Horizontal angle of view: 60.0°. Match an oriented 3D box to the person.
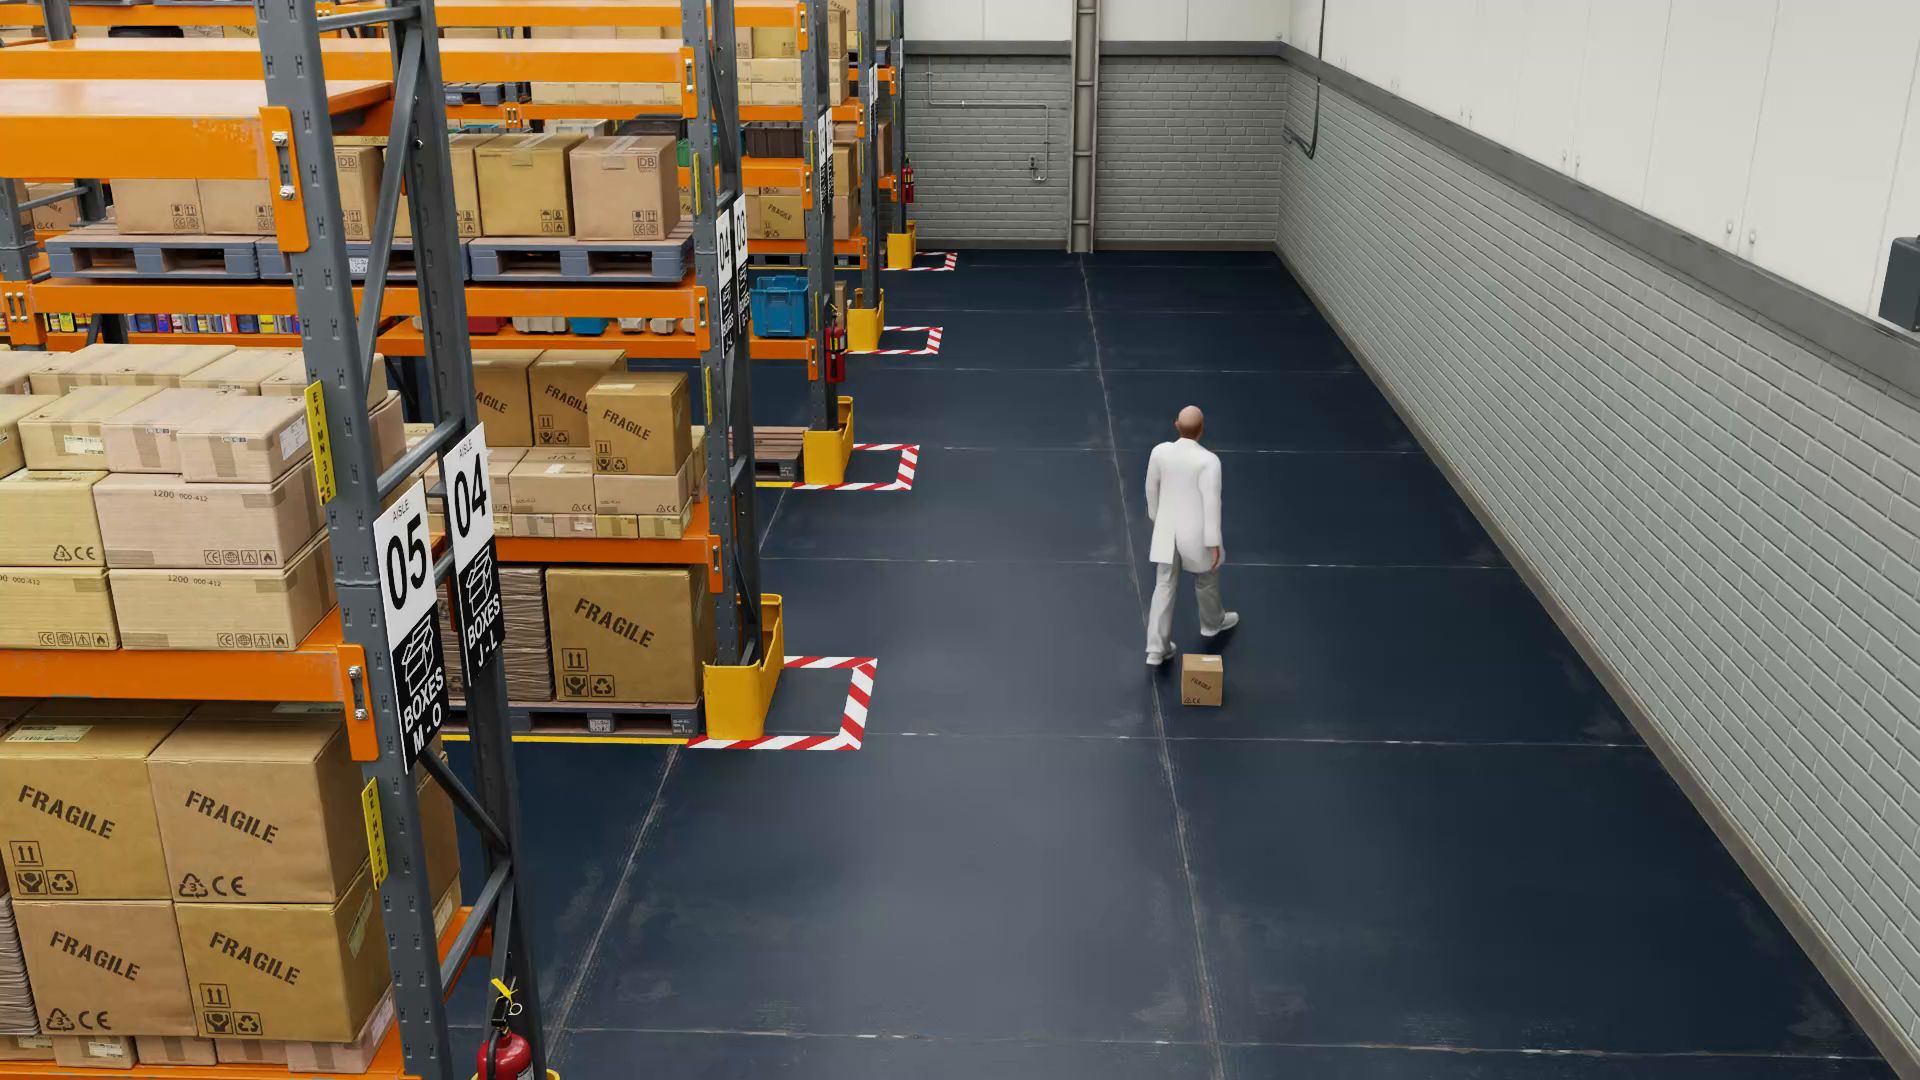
[{"bbox_3d":[1.557,-0.089,11.289,0.652,1.731,1.050,12,24,29],"label":"person"}]
